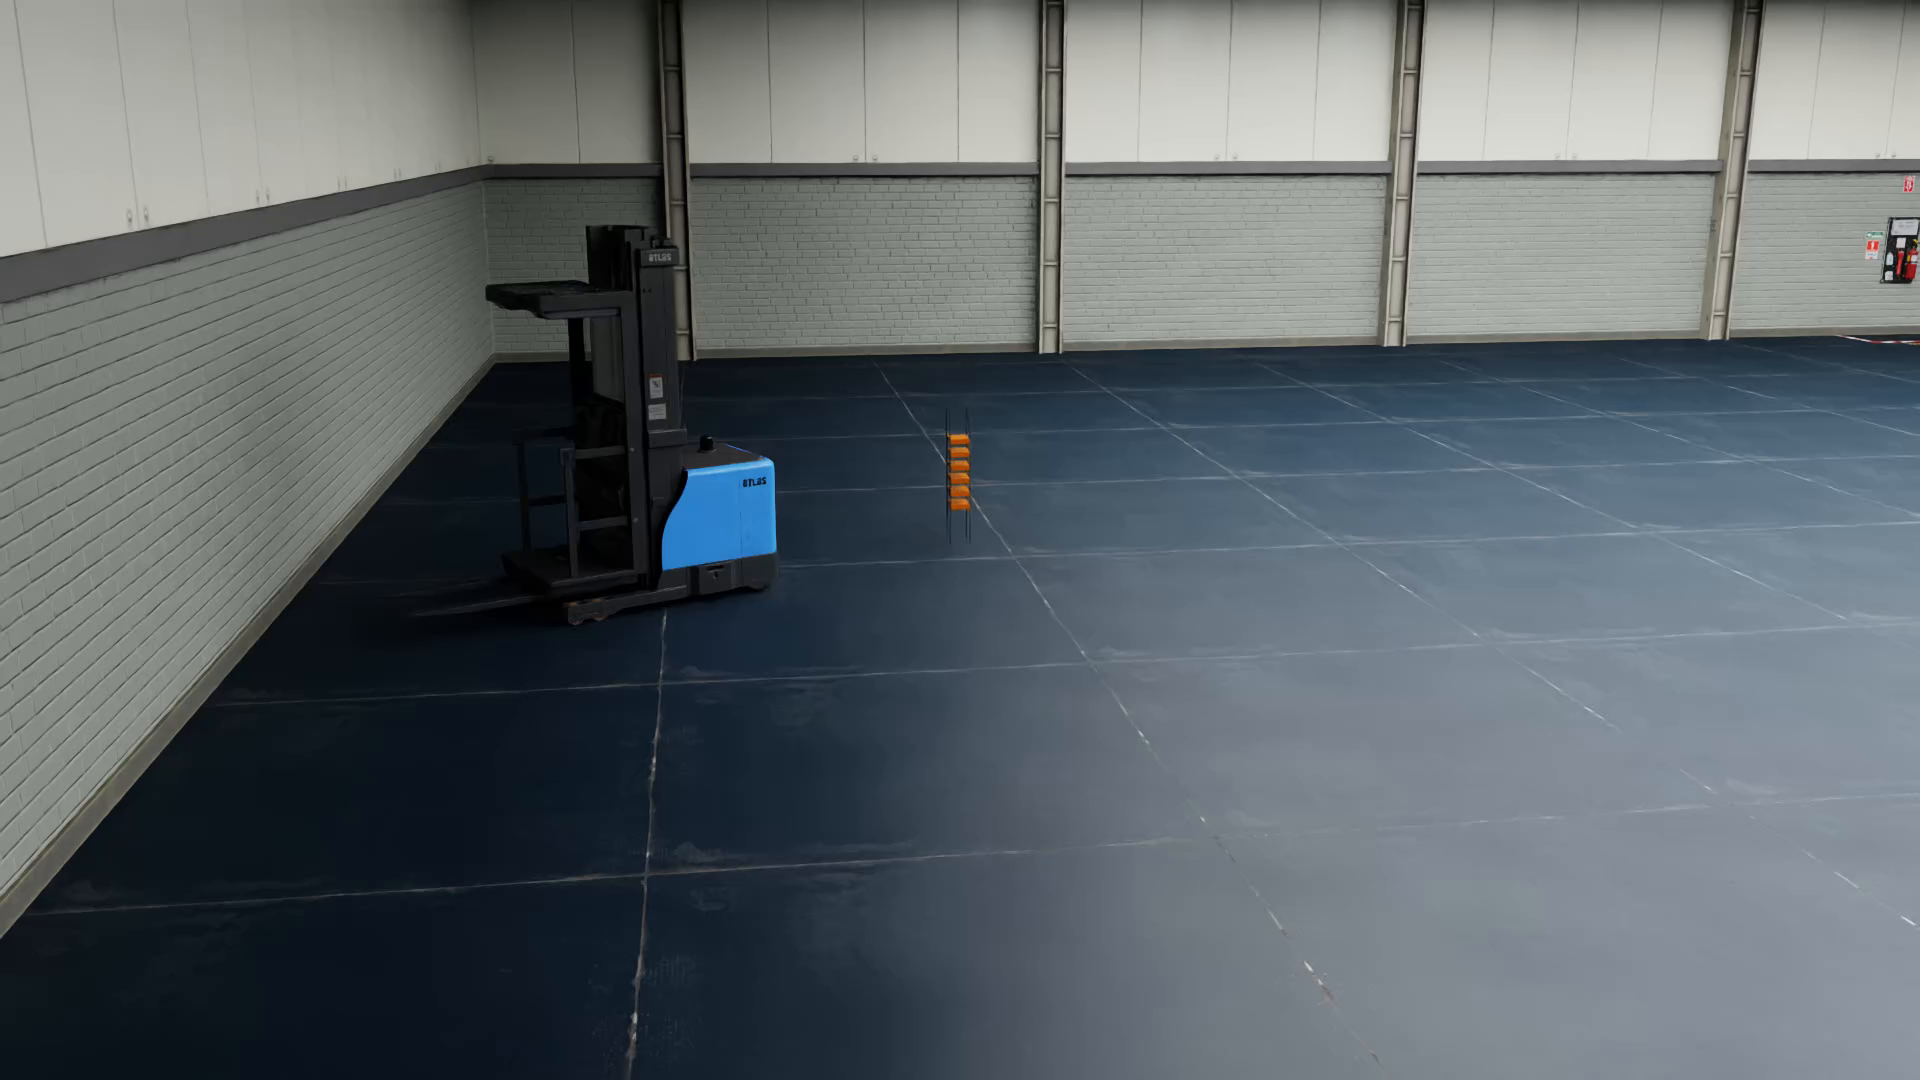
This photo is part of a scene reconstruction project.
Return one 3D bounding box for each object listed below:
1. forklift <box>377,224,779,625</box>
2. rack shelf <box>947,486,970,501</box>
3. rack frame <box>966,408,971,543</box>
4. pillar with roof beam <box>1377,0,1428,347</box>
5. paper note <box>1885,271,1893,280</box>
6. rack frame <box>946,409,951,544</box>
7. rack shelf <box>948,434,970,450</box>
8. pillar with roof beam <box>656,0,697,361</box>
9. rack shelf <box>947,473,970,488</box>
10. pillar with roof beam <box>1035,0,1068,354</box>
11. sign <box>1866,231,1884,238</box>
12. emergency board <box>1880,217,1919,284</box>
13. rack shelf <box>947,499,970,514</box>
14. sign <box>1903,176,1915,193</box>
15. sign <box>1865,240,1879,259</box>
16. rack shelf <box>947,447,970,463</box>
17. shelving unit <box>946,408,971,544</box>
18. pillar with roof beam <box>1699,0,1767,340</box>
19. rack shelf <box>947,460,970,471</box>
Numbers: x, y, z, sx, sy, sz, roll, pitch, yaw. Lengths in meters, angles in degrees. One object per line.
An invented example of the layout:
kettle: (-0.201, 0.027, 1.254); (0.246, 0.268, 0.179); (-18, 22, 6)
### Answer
forklift: (-2.993, -0.922, 12.900); (3.031, 2.935, 1.130); (-9, 17, -33)
rack shelf: (-0.014, -0.422, 15.142); (0.180, 0.103, 0.258); (-2, 14, -8)
rack frame: (0.076, -0.585, 15.115); (0.006, 1.200, 0.240); (-2, 14, -8)
pillar with roof beam: (8.055, -6.675, 23.367); (0.400, 9.000, 9.100); (-2, 14, -8)
paper note: (16.645, -4.738, 29.787); (0.142, 0.148, 0.016); (-2, 14, -8)
rack frame: (-0.105, -0.578, 15.089); (0.006, 1.200, 0.240); (-2, 14, -8)
rack shelf: (-0.014, -0.888, 15.025); (0.180, 0.103, 0.258); (-2, 14, -8)
pillar with roof beam: (-3.811, -6.240, 21.633); (0.400, 9.000, 9.100); (-2, 14, -8)
rack shelf: (-0.014, -0.538, 15.113); (0.180, 0.103, 0.258); (-2, 14, -8)
pillar with roof beam: (2.122, -6.458, 22.500); (0.400, 9.000, 9.100); (-2, 14, -8)
sign: (16.274, -5.432, 29.582); (0.331, 0.109, 0.001); (-2, 14, -8)
emergency board: (16.831, -5.155, 29.639); (0.643, 1.169, 0.194); (-2, 14, -8)
rack shelf: (-0.014, -0.306, 15.171); (0.180, 0.103, 0.258); (-2, 14, -8)
sign: (16.808, -6.303, 29.452); (0.199, 0.298, 0.001); (-2, 14, -8)
sign: (16.268, -5.177, 29.654); (0.234, 0.329, 0.001); (-2, 14, -8)
rack shelf: (-0.014, -0.771, 15.054); (0.180, 0.103, 0.258); (-2, 14, -8)
shelving unit: (-0.014, -0.581, 15.102); (0.189, 1.200, 0.258); (-2, 14, -8)
pillar with roof beam: (13.988, -6.892, 24.234); (0.400, 9.000, 9.100); (-2, 14, -8)
rack shelf: (-0.014, -0.655, 15.084); (0.180, 0.103, 0.258); (-2, 14, -8)
